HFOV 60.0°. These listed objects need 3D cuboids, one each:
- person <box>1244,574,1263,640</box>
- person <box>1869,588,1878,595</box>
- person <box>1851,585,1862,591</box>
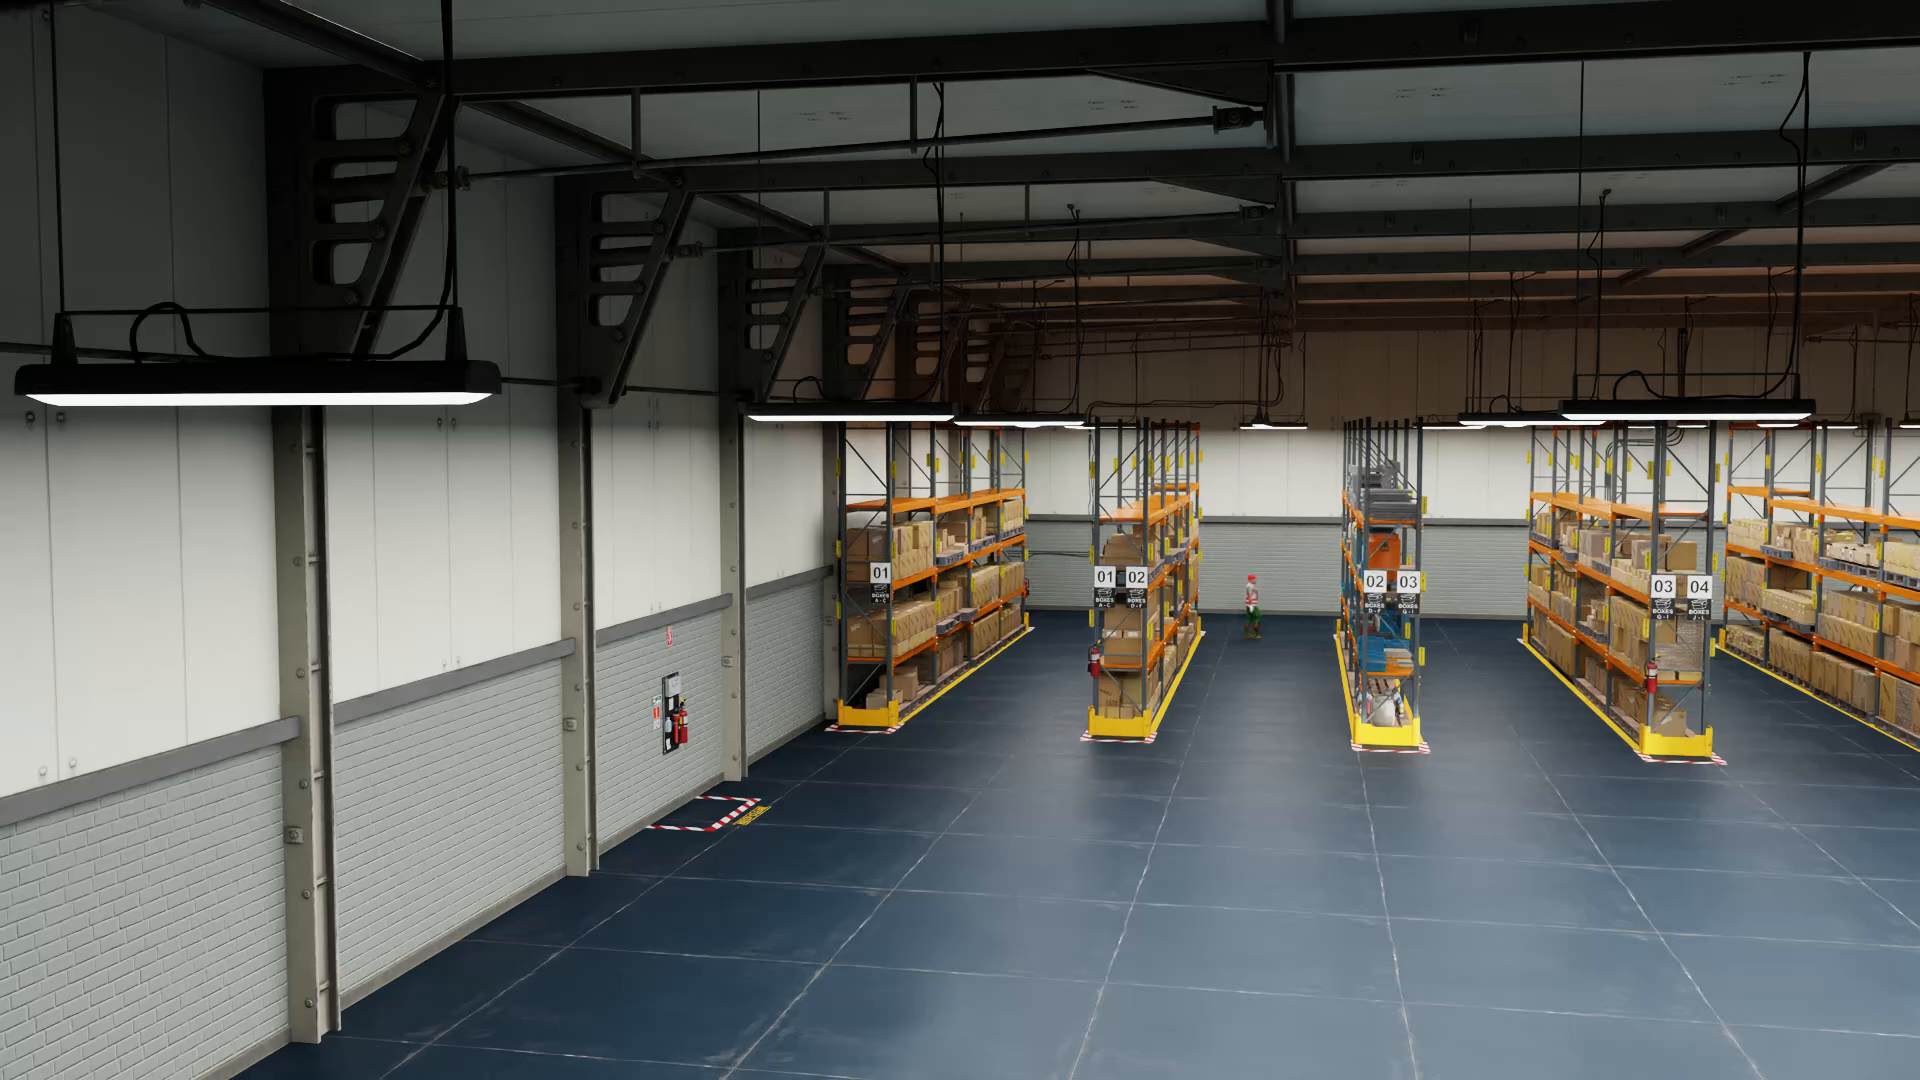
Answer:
[{"bbox_3d":[8.117,1.847,46.033,0.537,1.818,0.583,0,4,-6],"label":"person"},{"bbox_3d":[23.546,2.065,42.830,0.529,1.698,1.027,-3,5,-41],"label":"person"},{"bbox_3d":[25.049,1.840,46.365,1.040,1.746,0.548,-1,4,-13],"label":"person"}]
